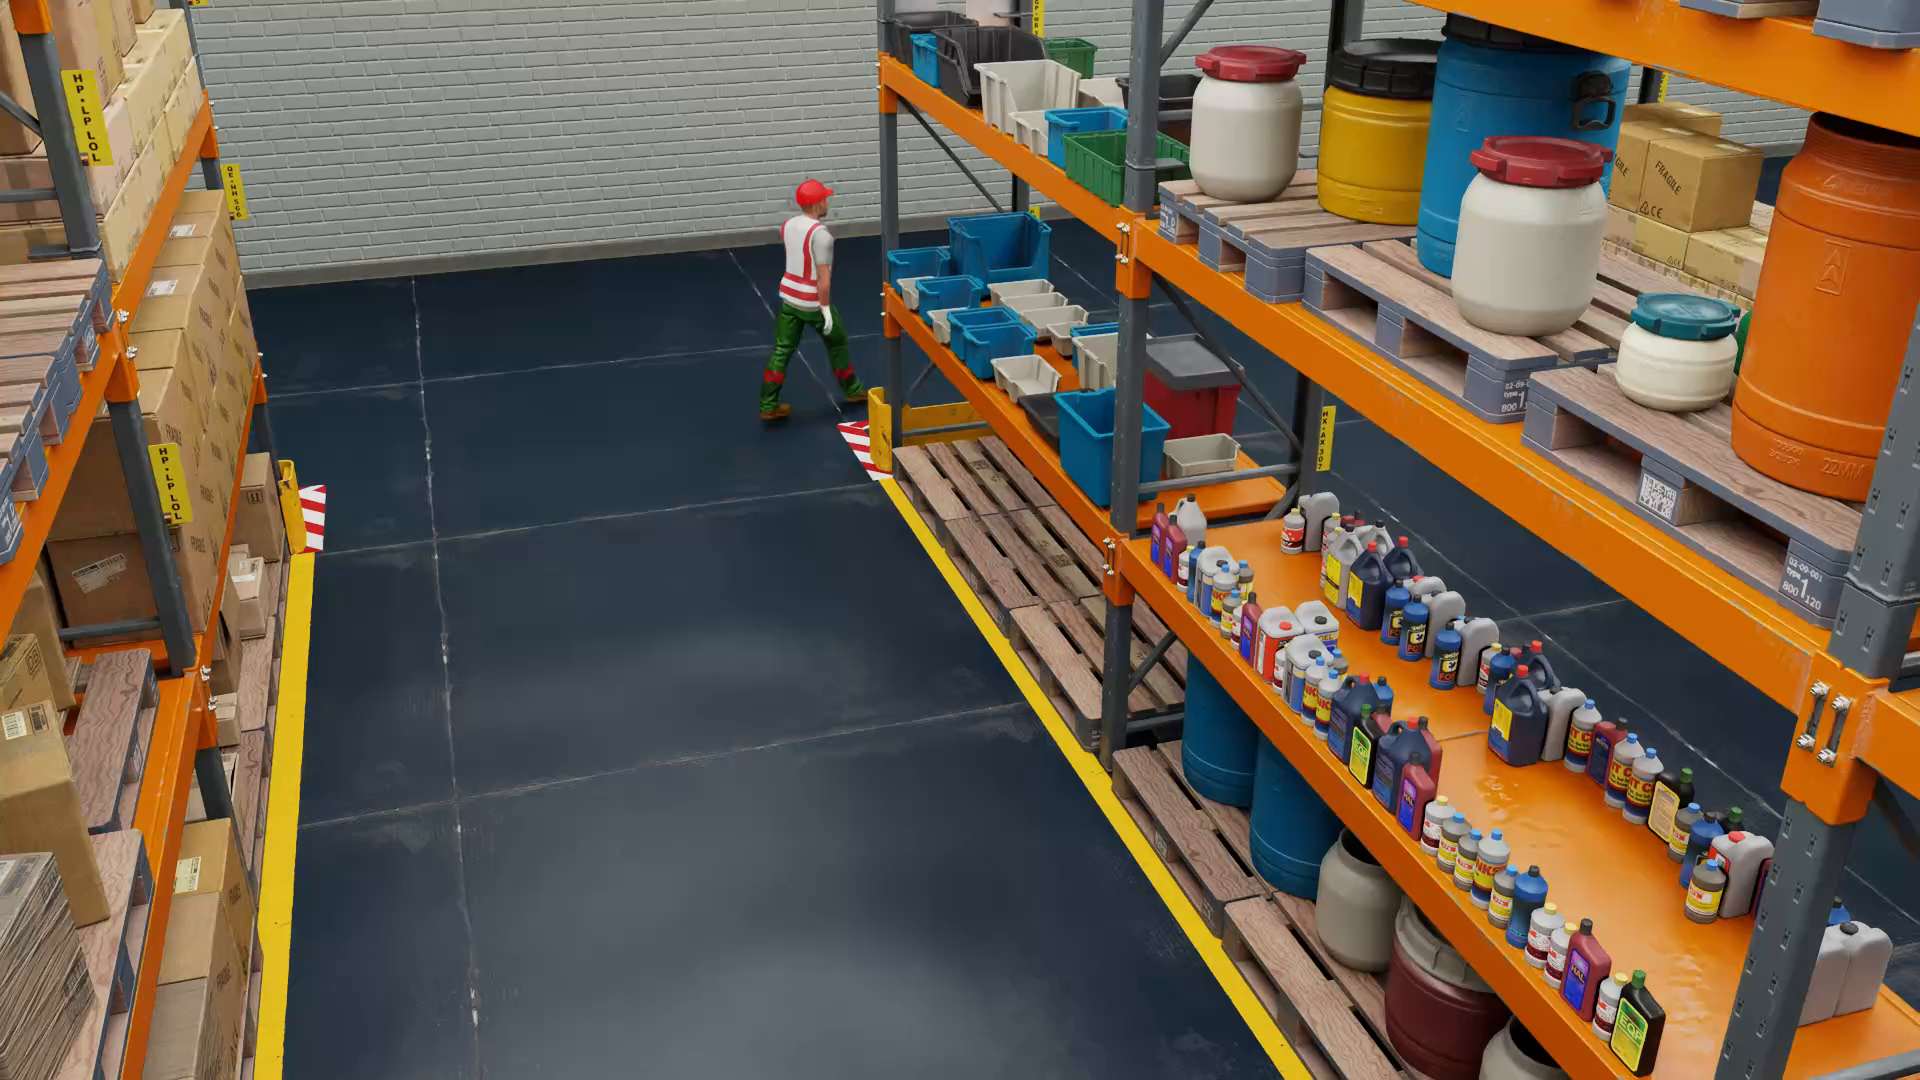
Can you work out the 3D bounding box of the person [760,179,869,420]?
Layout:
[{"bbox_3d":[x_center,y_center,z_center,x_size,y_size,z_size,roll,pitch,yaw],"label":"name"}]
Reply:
[{"bbox_3d":[-1.050,-1.766,12.162,1.006,1.745,0.666,-23,35,-39],"label":"person"}]
